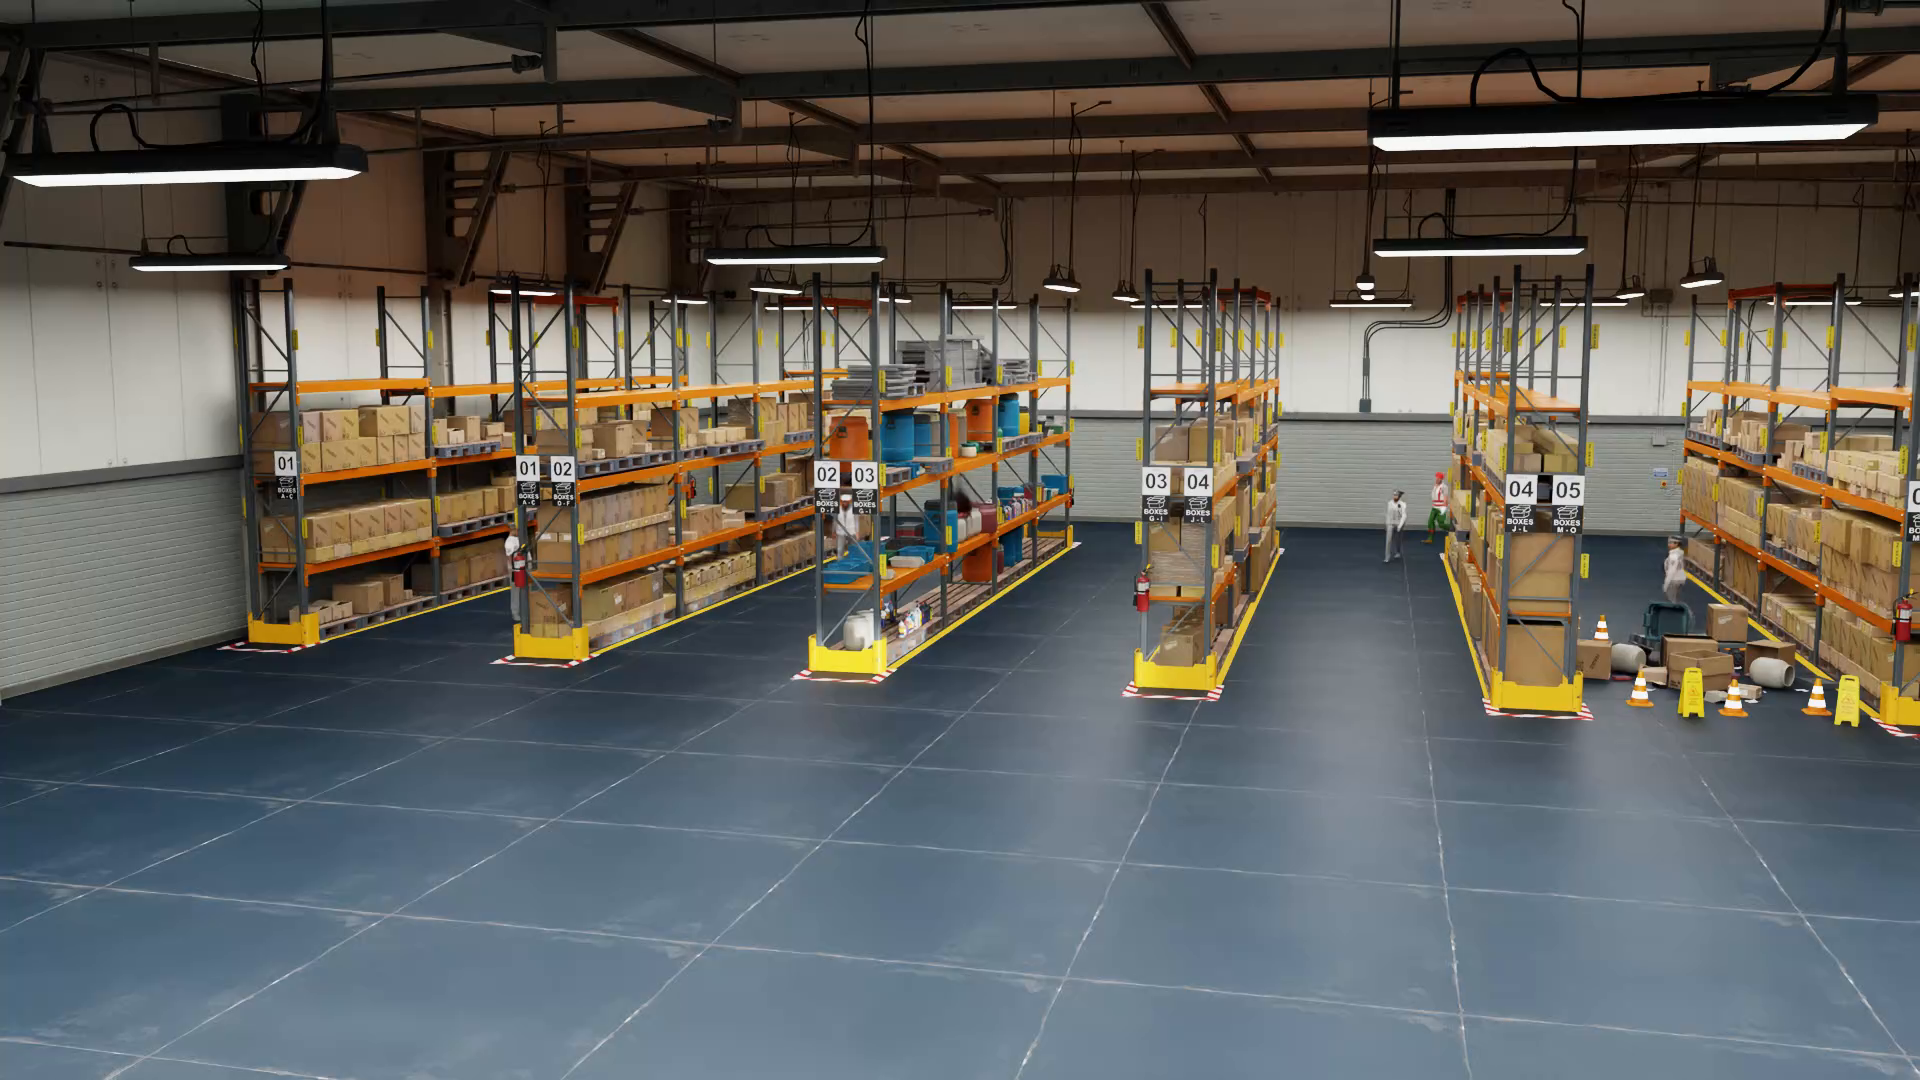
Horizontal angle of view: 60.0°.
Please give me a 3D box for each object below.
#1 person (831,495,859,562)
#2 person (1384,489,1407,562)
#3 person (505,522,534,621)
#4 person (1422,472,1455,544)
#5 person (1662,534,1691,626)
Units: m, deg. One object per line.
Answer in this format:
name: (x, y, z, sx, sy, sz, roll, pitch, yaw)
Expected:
person: (-2.476, -0.136, 35.788, 0.663, 1.733, 1.062, 1, 7, 9)
person: (9.918, -0.346, 37.827, 0.472, 1.630, 0.891, 3, 7, 21)
person: (-7.897, 0.575, 29.875, 0.554, 1.787, 0.612, 5, 8, 34)
person: (11.839, -0.781, 40.896, 0.890, 1.764, 0.592, 0, 7, -3)
person: (12.330, 0.730, 28.653, 0.516, 1.670, 0.469, -3, 8, -26)
